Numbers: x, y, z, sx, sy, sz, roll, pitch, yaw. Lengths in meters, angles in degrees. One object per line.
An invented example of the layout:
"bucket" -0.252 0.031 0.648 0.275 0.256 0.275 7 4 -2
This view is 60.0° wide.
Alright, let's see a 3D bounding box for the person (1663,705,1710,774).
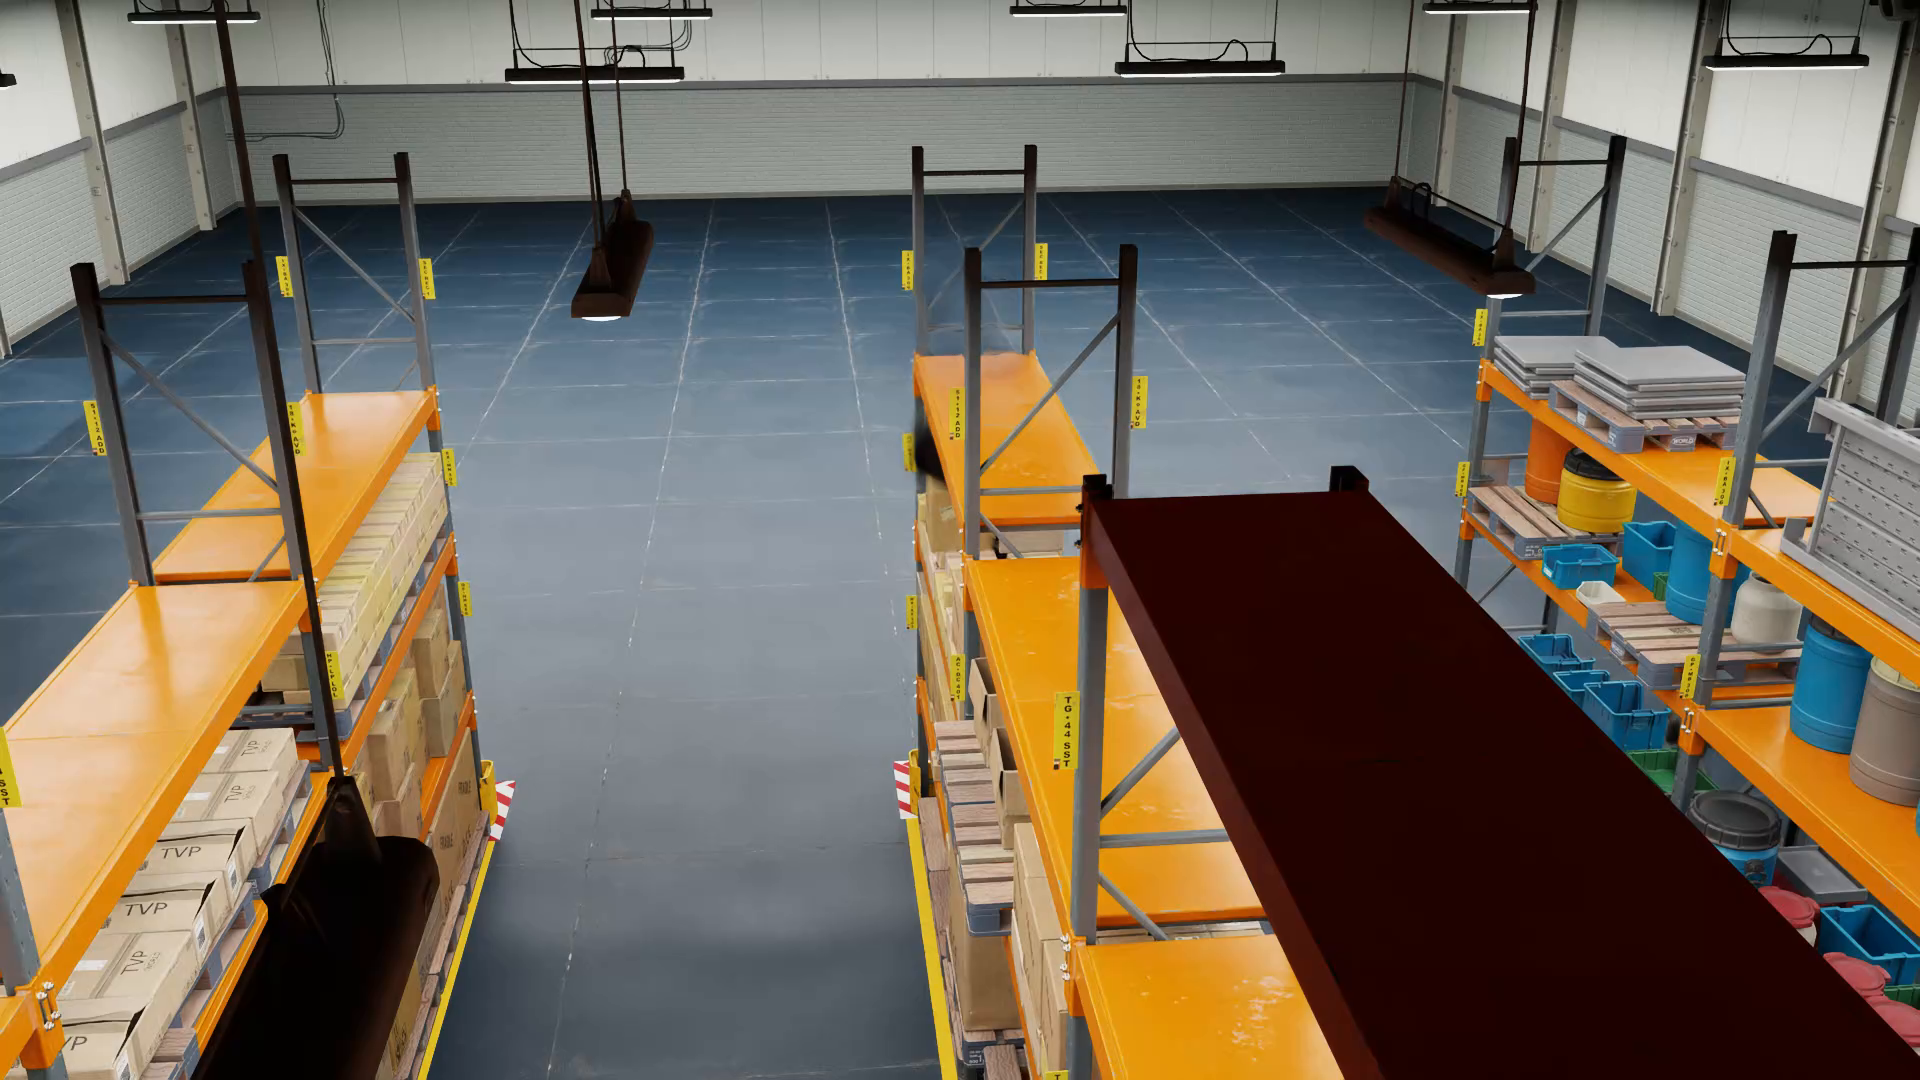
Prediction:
"person" 6.682 1.656 15.392 0.578 1.522 0.829 -1 22 -3
